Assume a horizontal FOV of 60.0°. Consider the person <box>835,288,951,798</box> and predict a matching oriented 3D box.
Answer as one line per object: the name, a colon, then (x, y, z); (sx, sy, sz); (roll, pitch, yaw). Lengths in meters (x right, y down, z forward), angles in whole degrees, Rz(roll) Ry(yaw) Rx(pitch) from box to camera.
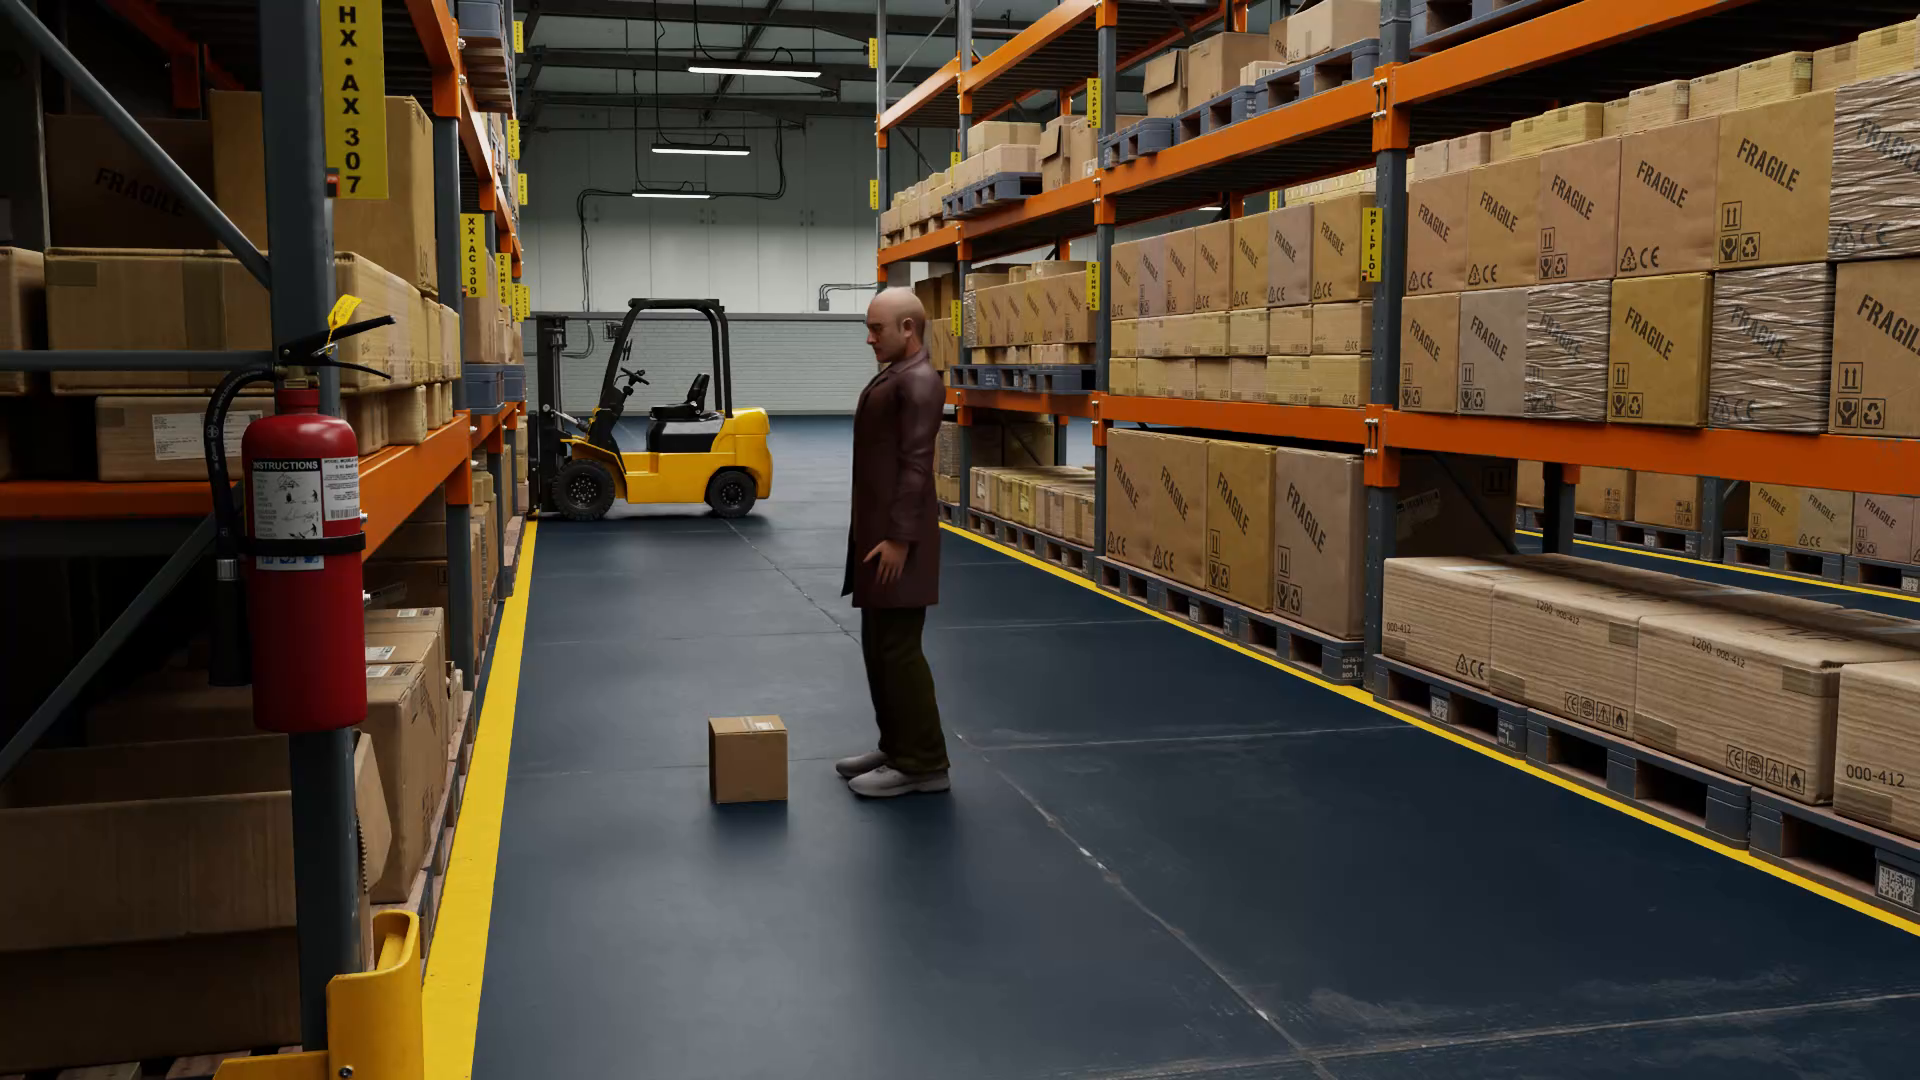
person: (-0.235, 0.004, 5.878); (0.378, 1.774, 0.562); (-1, 6, -13)
